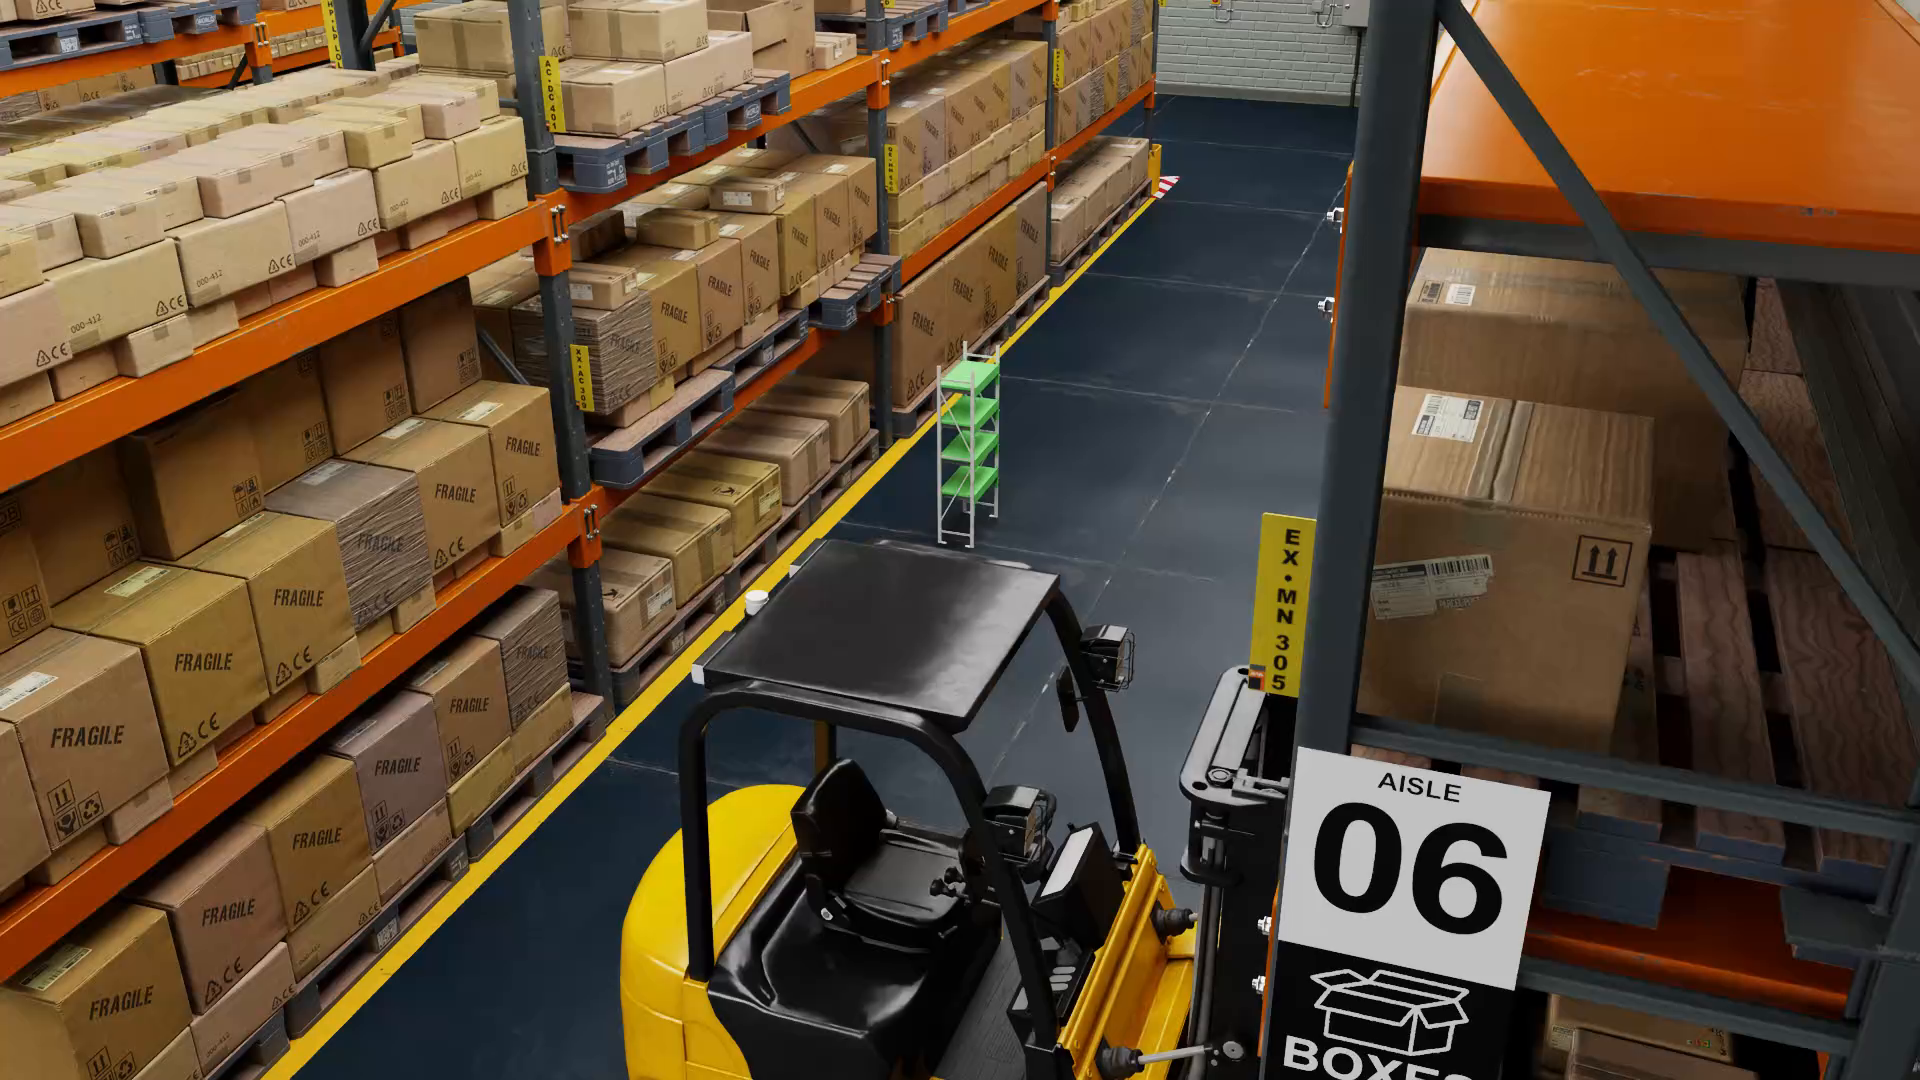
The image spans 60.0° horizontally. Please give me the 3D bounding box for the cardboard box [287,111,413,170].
[{"bbox_3d":[-2.360,-1.551,6.442,0.380,0.149,0.250,10,27,19],"label":"cardboard box"}]

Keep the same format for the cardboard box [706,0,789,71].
[{"bbox_3d":[-1.462,-2.864,9.662,0.797,0.503,0.637,9,27,17],"label":"cardboard box"}]

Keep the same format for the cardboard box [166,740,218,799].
[{"bbox_3d":[-2.918,0.781,5.983,0.380,0.149,0.250,9,27,19],"label":"cardboard box"}]

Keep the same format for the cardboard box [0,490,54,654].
[{"bbox_3d":[-3.504,0.112,5.473,0.700,0.500,0.500,9,27,18],"label":"cardboard box"}]

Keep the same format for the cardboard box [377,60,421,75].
[{"bbox_3d":[-5.177,-4.344,15.404,0.380,0.149,0.250,8,27,17],"label":"cardboard box"}]

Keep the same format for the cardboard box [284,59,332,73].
[{"bbox_3d":[-8.105,-5.407,20.432,0.875,0.875,0.875,9,27,17],"label":"cardboard box"}]

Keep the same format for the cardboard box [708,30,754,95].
[{"bbox_3d":[-1.426,-2.527,8.775,0.500,0.250,0.500,8,27,17],"label":"cardboard box"}]

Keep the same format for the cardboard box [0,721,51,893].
[{"bbox_3d":[-3.225,0.856,5.084,0.500,0.500,0.500,8,27,17],"label":"cardboard box"}]

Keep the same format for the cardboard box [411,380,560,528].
[{"bbox_3d":[-2.226,-0.415,7.708,0.500,0.500,0.500,8,27,16],"label":"cardboard box"}]

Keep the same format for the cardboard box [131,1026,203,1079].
[{"bbox_3d":[-3.115,1.946,5.961,0.500,0.250,0.500,9,27,17],"label":"cardboard box"}]

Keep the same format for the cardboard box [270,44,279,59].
[{"bbox_3d":[-8.153,-5.672,19.311,0.380,0.149,0.250,9,27,18],"label":"cardboard box"}]

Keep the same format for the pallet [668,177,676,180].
[{"bbox_3d":[-3.758,-3.947,18.661,1.003,0.211,1.213,9,27,17],"label":"pallet"}]

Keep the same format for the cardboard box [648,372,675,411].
[{"bbox_3d":[-1.740,-0.813,8.794,0.380,0.149,0.250,9,27,18],"label":"cardboard box"}]

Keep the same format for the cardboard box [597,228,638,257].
[{"bbox_3d":[-2.034,-1.461,9.387,0.500,0.500,0.500,10,27,19],"label":"cardboard box"}]

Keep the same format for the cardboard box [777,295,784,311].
[{"bbox_3d":[-1.304,-1.472,10.155,0.380,0.149,0.250,9,27,18],"label":"cardboard box"}]

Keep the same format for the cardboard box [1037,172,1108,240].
[{"bbox_3d":[0.957,-3.388,16.764,0.875,0.438,0.875,8,27,16],"label":"cardboard box"}]

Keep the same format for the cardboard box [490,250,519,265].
[{"bbox_3d":[-4.532,-2.931,15.748,0.500,0.500,0.500,8,27,16],"label":"cardboard box"}]

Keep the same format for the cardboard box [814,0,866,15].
[{"bbox_3d":[-0.999,-3.861,11.239,0.797,0.503,0.637,7,27,14],"label":"cardboard box"}]

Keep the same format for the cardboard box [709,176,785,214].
[{"bbox_3d":[-1.260,-2.045,9.849,0.380,0.149,0.250,7,27,15],"label":"cardboard box"}]

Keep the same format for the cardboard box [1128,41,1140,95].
[{"bbox_3d":[1.588,-4.990,17.500,0.500,0.500,0.500,8,27,16],"label":"cardboard box"}]

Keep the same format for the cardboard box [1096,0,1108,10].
[{"bbox_3d":[1.224,-5.244,16.133,0.380,0.149,0.250,9,27,18],"label":"cardboard box"}]

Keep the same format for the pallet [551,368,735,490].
[{"bbox_3d":[-1.921,-0.661,8.893,1.003,0.211,1.213,9,27,17],"label":"pallet"}]

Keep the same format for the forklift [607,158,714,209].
[{"bbox_3d":[-2.561,-2.531,12.614,1.130,2.935,3.031,10,28,19],"label":"forklift"}]

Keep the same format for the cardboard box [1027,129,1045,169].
[{"bbox_3d":[0.438,-3.454,14.613,0.500,0.250,0.500,8,27,16],"label":"cardboard box"}]

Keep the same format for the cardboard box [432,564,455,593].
[{"bbox_3d":[-2.465,0.135,7.318,0.380,0.149,0.250,8,27,17],"label":"cardboard box"}]

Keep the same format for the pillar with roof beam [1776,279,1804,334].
[{"bbox_3d":[0.057,-4.038,8.764,9.100,9.000,0.400,9,27,17],"label":"pillar with roof beam"}]

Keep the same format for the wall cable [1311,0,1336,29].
[{"bbox_3d":[4.876,-7.963,22.588,0.588,1.984,0.122,9,27,17],"label":"wall cable"}]

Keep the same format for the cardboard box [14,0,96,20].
[{"bbox_3d":[-5.998,-3.649,10.690,0.500,0.500,0.500,9,27,17],"label":"cardboard box"}]

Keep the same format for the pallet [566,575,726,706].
[{"bbox_3d":[-2.055,0.480,9.515,1.003,0.211,1.213,9,27,17],"label":"pallet"}]

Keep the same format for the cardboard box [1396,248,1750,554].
[{"bbox_3d":[1.391,-0.345,3.867,0.700,0.500,0.500,9,27,18],"label":"cardboard box"}]

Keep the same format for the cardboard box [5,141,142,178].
[{"bbox_3d":[-3.165,-1.317,5.960,0.380,0.149,0.250,9,27,18],"label":"cardboard box"}]

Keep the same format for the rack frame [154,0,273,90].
[{"bbox_3d":[-5.683,-2.775,13.038,1.000,3.000,0.127,9,27,17],"label":"rack frame"}]

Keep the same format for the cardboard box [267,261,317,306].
[{"bbox_3d":[-2.652,-1.002,6.224,0.380,0.149,0.250,9,27,19],"label":"cardboard box"}]

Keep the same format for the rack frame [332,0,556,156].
[{"bbox_3d":[-2.313,-3.155,6.939,1.000,3.000,0.127,9,27,17],"label":"rack frame"}]

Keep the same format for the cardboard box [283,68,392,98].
[{"bbox_3d":[-2.725,-1.968,7.304,0.380,0.149,0.250,8,27,17],"label":"cardboard box"}]

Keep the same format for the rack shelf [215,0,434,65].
[{"bbox_3d":[-5.018,-4.623,14.239,1.077,0.370,4.000,9,27,17],"label":"rack shelf"}]

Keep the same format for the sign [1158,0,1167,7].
[{"bbox_3d":[2.188,-5.929,17.953,0.100,0.325,0.005,9,27,17],"label":"sign"}]

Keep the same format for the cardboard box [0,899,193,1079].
[{"bbox_3d":[-3.107,1.599,5.818,0.500,0.500,0.500,8,27,16],"label":"cardboard box"}]

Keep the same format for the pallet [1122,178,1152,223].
[{"bbox_3d":[1.488,-3.791,18.337,1.003,0.211,1.213,9,27,17],"label":"pallet"}]

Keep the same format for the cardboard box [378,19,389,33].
[{"bbox_3d":[-7.473,-6.516,21.054,0.380,0.149,0.250,9,27,18],"label":"cardboard box"}]

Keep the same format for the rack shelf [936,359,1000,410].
[{"bbox_3d":[0.055,-0.983,10.448,0.258,0.148,0.480,9,27,17],"label":"rack shelf"}]

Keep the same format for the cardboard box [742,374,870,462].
[{"bbox_3d":[-1.179,-0.874,11.646,0.950,0.372,0.625,7,27,14],"label":"cardboard box"}]

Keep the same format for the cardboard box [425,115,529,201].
[{"bbox_3d":[-2.206,-1.650,7.104,0.500,0.250,0.500,8,27,17],"label":"cardboard box"}]

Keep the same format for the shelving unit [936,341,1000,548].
[{"bbox_3d":[0.055,-0.608,10.629,0.258,1.200,0.503,9,27,17],"label":"shelving unit"}]

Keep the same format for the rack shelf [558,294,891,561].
[{"bbox_3d":[-1.647,-0.953,10.101,1.077,0.370,4.000,9,27,17],"label":"rack shelf"}]

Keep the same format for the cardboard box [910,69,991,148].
[{"bbox_3d":[-0.073,-3.383,13.033,0.500,0.500,0.500,9,27,18],"label":"cardboard box"}]

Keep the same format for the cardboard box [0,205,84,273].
[{"bbox_3d":[-2.977,-0.931,5.161,0.380,0.149,0.250,9,27,17],"label":"cardboard box"}]

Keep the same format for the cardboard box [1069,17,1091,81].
[{"bbox_3d":[0.910,-4.604,15.555,0.500,0.500,0.500,8,27,17],"label":"cardboard box"}]

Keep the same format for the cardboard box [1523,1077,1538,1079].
[{"bbox_3d":[1.418,1.358,3.644,0.380,0.149,0.250,9,27,17],"label":"cardboard box"}]

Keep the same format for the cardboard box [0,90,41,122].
[{"bbox_3d":[-9.404,-4.369,16.217,0.500,0.500,0.500,9,27,18],"label":"cardboard box"}]

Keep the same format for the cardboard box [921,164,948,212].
[{"bbox_3d":[-0.407,-2.640,12.360,0.500,0.250,0.500,9,27,19],"label":"cardboard box"}]

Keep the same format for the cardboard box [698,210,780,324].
[{"bbox_3d":[-1.382,-1.593,9.661,0.500,0.500,0.500,8,27,15],"label":"cardboard box"}]

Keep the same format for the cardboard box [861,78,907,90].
[{"bbox_3d":[-0.722,-3.259,12.777,0.500,0.500,0.500,9,27,17],"label":"cardboard box"}]

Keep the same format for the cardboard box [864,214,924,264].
[{"bbox_3d":[-0.582,-2.195,12.014,0.500,0.250,0.500,8,27,17],"label":"cardboard box"}]

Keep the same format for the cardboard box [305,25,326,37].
[{"bbox_3d":[-7.914,-6.234,20.014,0.500,0.250,0.500,8,27,16],"label":"cardboard box"}]

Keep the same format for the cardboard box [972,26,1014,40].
[{"bbox_3d":[0.246,-4.471,15.280,0.500,0.500,0.500,9,27,17],"label":"cardboard box"}]
